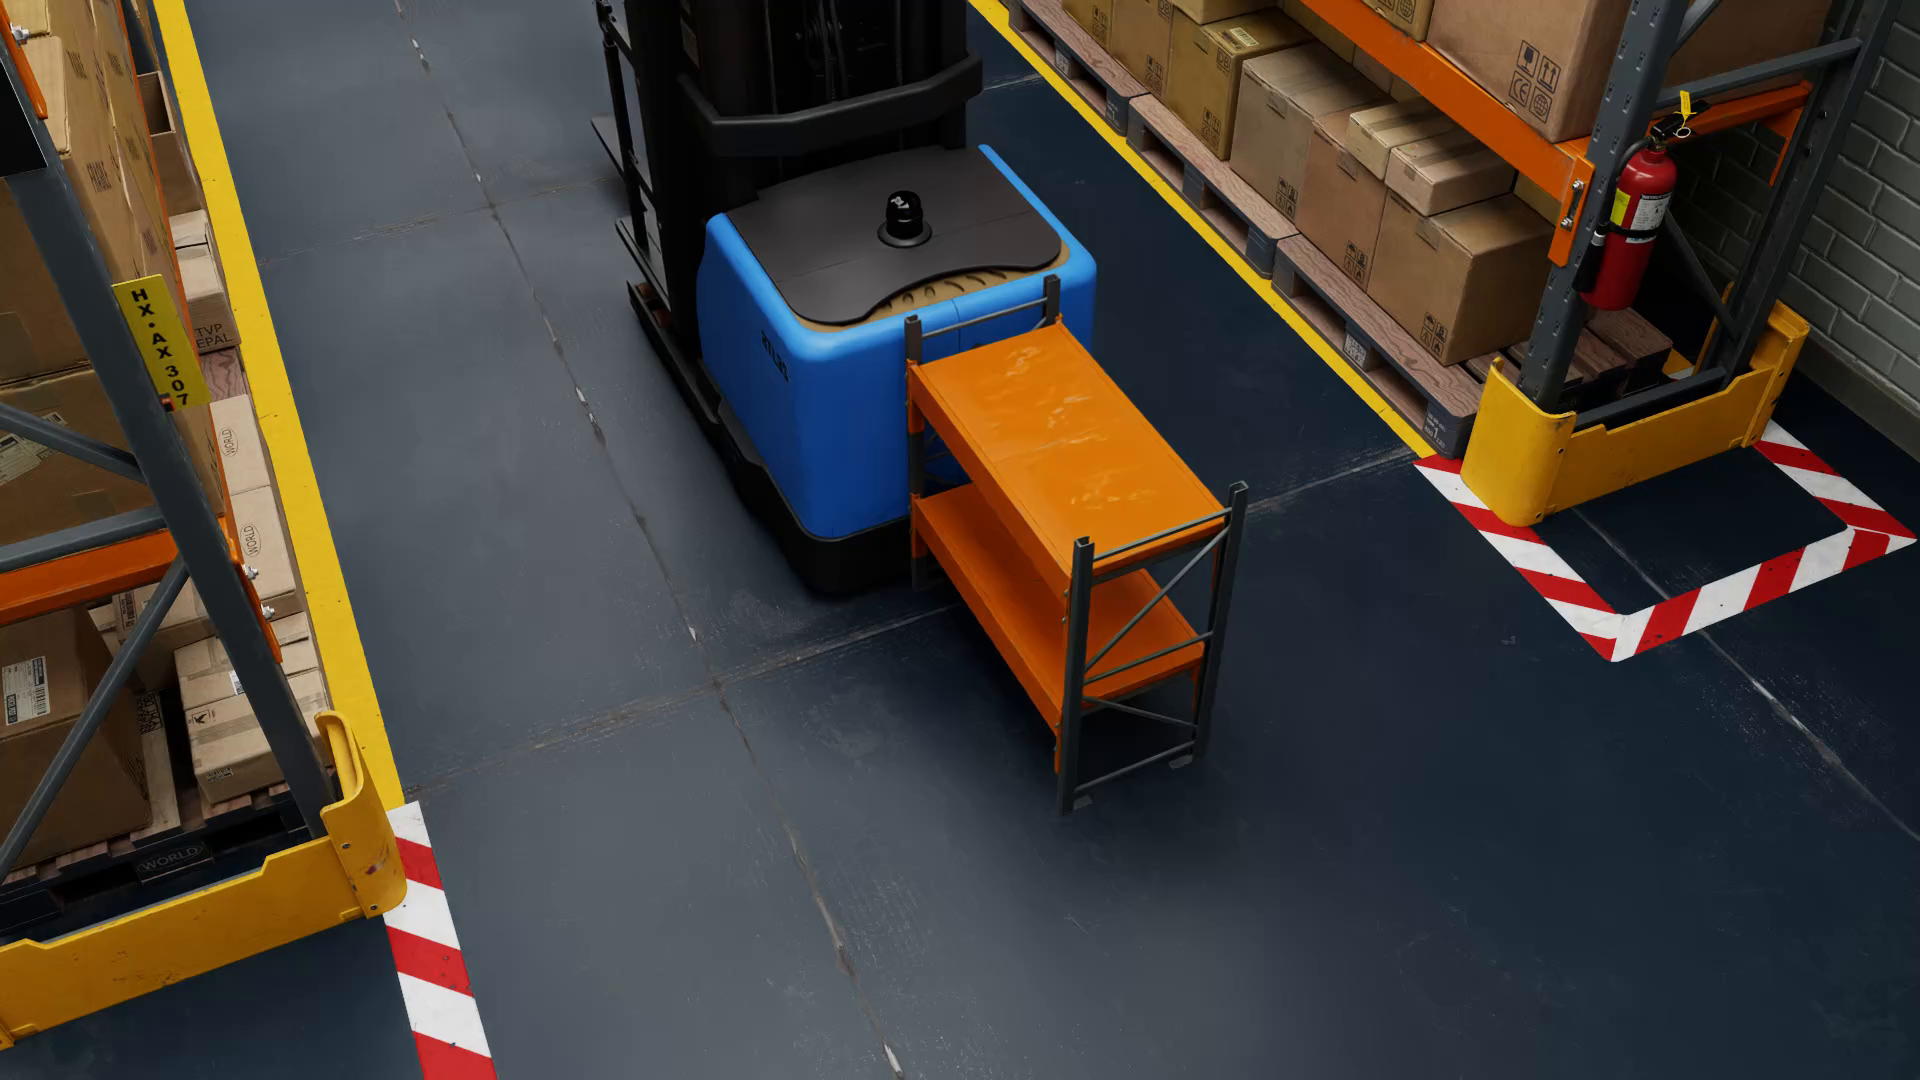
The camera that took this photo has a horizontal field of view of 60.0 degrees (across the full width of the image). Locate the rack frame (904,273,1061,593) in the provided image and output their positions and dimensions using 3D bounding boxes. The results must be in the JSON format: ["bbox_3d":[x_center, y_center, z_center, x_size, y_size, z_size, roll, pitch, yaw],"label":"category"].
[{"bbox_3d":[0.069,-0.309,5.262,0.500,1.125,0.032,-19,48,-18],"label":"rack frame"}]

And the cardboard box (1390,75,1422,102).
[{"bbox_3d":[1.900,-1.763,6.420,0.380,0.149,0.250,-18,47,-17],"label":"cardboard box"}]

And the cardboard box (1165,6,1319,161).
[{"bbox_3d":[1.331,-2.047,7.170,0.700,0.500,0.500,-17,47,-16],"label":"cardboard box"}]

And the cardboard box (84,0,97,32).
[{"bbox_3d":[-2.718,-1.655,4.509,0.500,0.500,0.500,-18,48,-18],"label":"cardboard box"}]

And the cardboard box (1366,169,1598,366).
[{"bbox_3d":[1.985,-1.070,6.180,0.700,0.500,0.500,-18,47,-17],"label":"cardboard box"}]

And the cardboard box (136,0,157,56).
[{"bbox_3d":[-4.022,-2.461,7.575,0.500,0.500,0.500,-17,47,-17],"label":"cardboard box"}]

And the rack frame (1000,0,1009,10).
[{"bbox_3d":[0.688,-3.943,7.610,1.000,3.000,0.127,-18,47,-17],"label":"rack frame"}]

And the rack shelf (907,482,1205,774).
[{"bbox_3d":[0.292,0.186,5.109,0.538,0.278,1.000,-19,48,-18],"label":"rack shelf"}]

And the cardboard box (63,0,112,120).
[{"bbox_3d":[-2.503,-1.332,4.181,0.500,0.500,0.500,-17,47,-17],"label":"cardboard box"}]

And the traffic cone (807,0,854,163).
[{"bbox_3d":[-0.424,-1.355,5.581,0.062,1.202,0.307,-18,47,-17],"label":"traffic cone"}]

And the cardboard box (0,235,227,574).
[{"bbox_3d":[-2.071,-0.325,3.872,0.500,0.500,0.500,-17,47,-17],"label":"cardboard box"}]

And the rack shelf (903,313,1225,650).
[{"bbox_3d":[0.292,-0.197,4.732,0.538,0.278,1.000,-19,48,-18],"label":"rack shelf"}]

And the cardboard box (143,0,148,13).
[{"bbox_3d":[-4.225,-2.782,7.900,0.500,0.500,0.500,-17,47,-17],"label":"cardboard box"}]

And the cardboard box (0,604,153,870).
[{"bbox_3d":[-2.575,0.531,4.543,0.500,0.500,0.500,-18,47,-17],"label":"cardboard box"}]

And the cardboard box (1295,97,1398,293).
[{"bbox_3d":[1.774,-1.389,6.503,0.700,0.500,0.500,-18,47,-18],"label":"cardboard box"}]

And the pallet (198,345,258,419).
[{"bbox_3d":[-3.000,-0.269,5.872,1.003,0.211,1.213,-18,47,-17],"label":"pallet"}]

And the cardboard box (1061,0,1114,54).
[{"bbox_3d":[0.909,-2.696,7.827,0.700,0.500,0.500,-17,47,-17],"label":"cardboard box"}]

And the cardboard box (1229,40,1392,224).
[{"bbox_3d":[1.562,-1.709,6.827,0.700,0.500,0.500,-19,48,-19],"label":"cardboard box"}]

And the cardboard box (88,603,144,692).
[{"bbox_3d":[-2.664,0.365,4.949,0.380,0.166,0.250,-18,47,-17],"label":"cardboard box"}]

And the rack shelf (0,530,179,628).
[{"bbox_3d":[-2.964,-1.017,5.018,0.919,0.124,3.809,-18,47,-17],"label":"rack shelf"}]

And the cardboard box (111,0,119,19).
[{"bbox_3d":[-3.144,-1.942,5.512,0.500,0.500,0.500,-17,47,-16],"label":"cardboard box"}]

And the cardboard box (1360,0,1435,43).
[{"bbox_3d":[1.830,-2.283,5.715,0.980,0.700,0.700,-18,48,-18],"label":"cardboard box"}]

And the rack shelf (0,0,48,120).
[{"bbox_3d":[-2.964,-2.015,4.033,1.077,0.370,4.000,-18,47,-17],"label":"rack shelf"}]

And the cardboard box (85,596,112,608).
[{"bbox_3d":[-2.948,0.005,5.253,0.500,0.250,0.500,-18,47,-17],"label":"cardboard box"}]

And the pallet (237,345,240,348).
[{"bbox_3d":[-3.517,-1.047,6.661,1.003,0.211,1.213,-18,47,-17],"label":"pallet"}]

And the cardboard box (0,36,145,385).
[{"bbox_3d":[-2.071,-0.681,3.521,0.500,0.500,0.500,-17,47,-16],"label":"cardboard box"}]

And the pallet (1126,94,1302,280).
[{"bbox_3d":[1.453,-1.664,7.286,1.003,0.211,1.213,-18,47,-17],"label":"pallet"}]

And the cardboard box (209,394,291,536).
[{"bbox_3d":[-2.515,-0.174,5.435,0.500,0.250,0.500,-18,47,-17],"label":"cardboard box"}]

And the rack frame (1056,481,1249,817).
[{"bbox_3d":[0.515,0.333,4.612,0.500,1.125,0.032,-19,48,-18],"label":"rack frame"}]

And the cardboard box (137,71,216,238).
[{"bbox_3d":[-3.308,-1.465,6.566,0.500,0.500,0.500,-18,47,-17],"label":"cardboard box"}]

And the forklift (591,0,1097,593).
[{"bbox_3d":[-0.660,-1.910,5.598,1.130,2.935,3.031,-19,48,-18],"label":"forklift"}]

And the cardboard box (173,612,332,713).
[{"bbox_3d":[-2.093,0.396,4.917,0.380,0.166,0.250,-18,47,-17],"label":"cardboard box"}]

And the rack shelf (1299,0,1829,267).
[{"bbox_3d":[1.529,-2.412,6.571,1.077,0.370,4.000,-18,47,-17],"label":"rack shelf"}]

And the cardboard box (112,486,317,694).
[{"bbox_3d":[-2.305,0.145,5.112,0.500,0.250,0.500,-18,47,-17],"label":"cardboard box"}]

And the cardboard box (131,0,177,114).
[{"bbox_3d":[-3.788,-2.125,7.234,0.500,0.500,0.500,-20,48,-19],"label":"cardboard box"}]

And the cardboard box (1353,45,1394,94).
[{"bbox_3d":[1.792,-1.925,6.584,0.380,0.149,0.250,-17,47,-17],"label":"cardboard box"}]

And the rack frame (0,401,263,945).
[{"bbox_3d":[-2.120,0.070,3.543,0.949,2.616,0.053,-18,47,-17],"label":"rack frame"}]

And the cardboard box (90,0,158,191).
[{"bbox_3d":[-2.710,-1.292,4.852,0.500,0.500,0.500,-17,47,-17],"label":"cardboard box"}]

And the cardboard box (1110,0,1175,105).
[{"bbox_3d":[1.117,-2.375,7.502,0.700,0.500,0.500,-18,48,-18],"label":"cardboard box"}]

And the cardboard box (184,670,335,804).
[{"bbox_3d":[-1.988,0.561,4.762,0.380,0.149,0.250,-18,47,-17],"label":"cardboard box"}]

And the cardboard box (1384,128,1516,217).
[{"bbox_3d":[1.765,-1.329,5.980,0.380,0.149,0.250,-19,48,-18],"label":"cardboard box"}]

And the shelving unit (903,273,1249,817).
[{"bbox_3d":[0.292,0.012,4.937,0.538,1.125,1.048,-19,48,-18],"label":"shelving unit"}]

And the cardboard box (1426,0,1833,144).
[{"bbox_3d":[2.146,-1.823,5.248,0.980,0.700,0.700,-16,47,-16],"label":"cardboard box"}]
